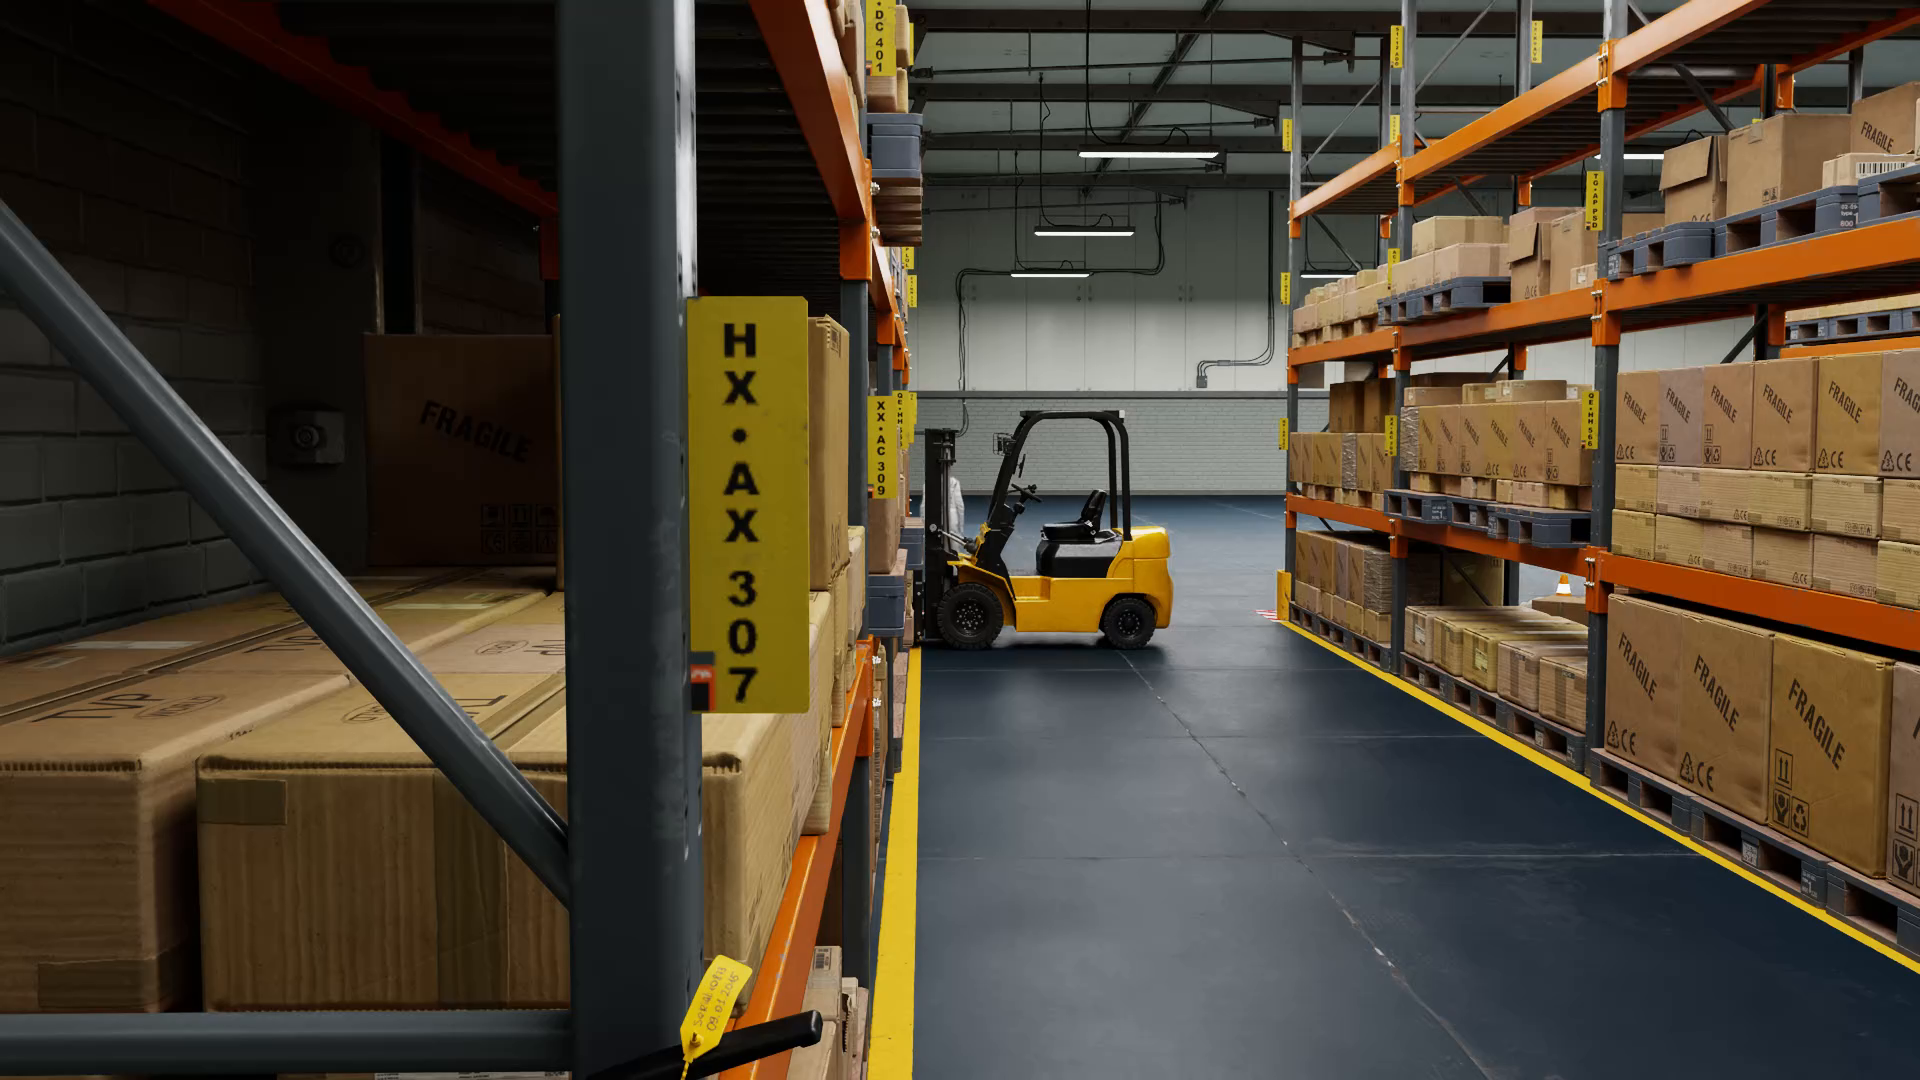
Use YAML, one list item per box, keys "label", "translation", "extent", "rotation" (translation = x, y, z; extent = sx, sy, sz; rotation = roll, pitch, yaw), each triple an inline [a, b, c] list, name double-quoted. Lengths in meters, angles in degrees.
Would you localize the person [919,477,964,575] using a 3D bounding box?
- label: "person"
  translation: [-0.214, -0.156, 19.648]
  extent: [0.541, 1.662, 0.375]
  rotation: [0, 4, -5]
